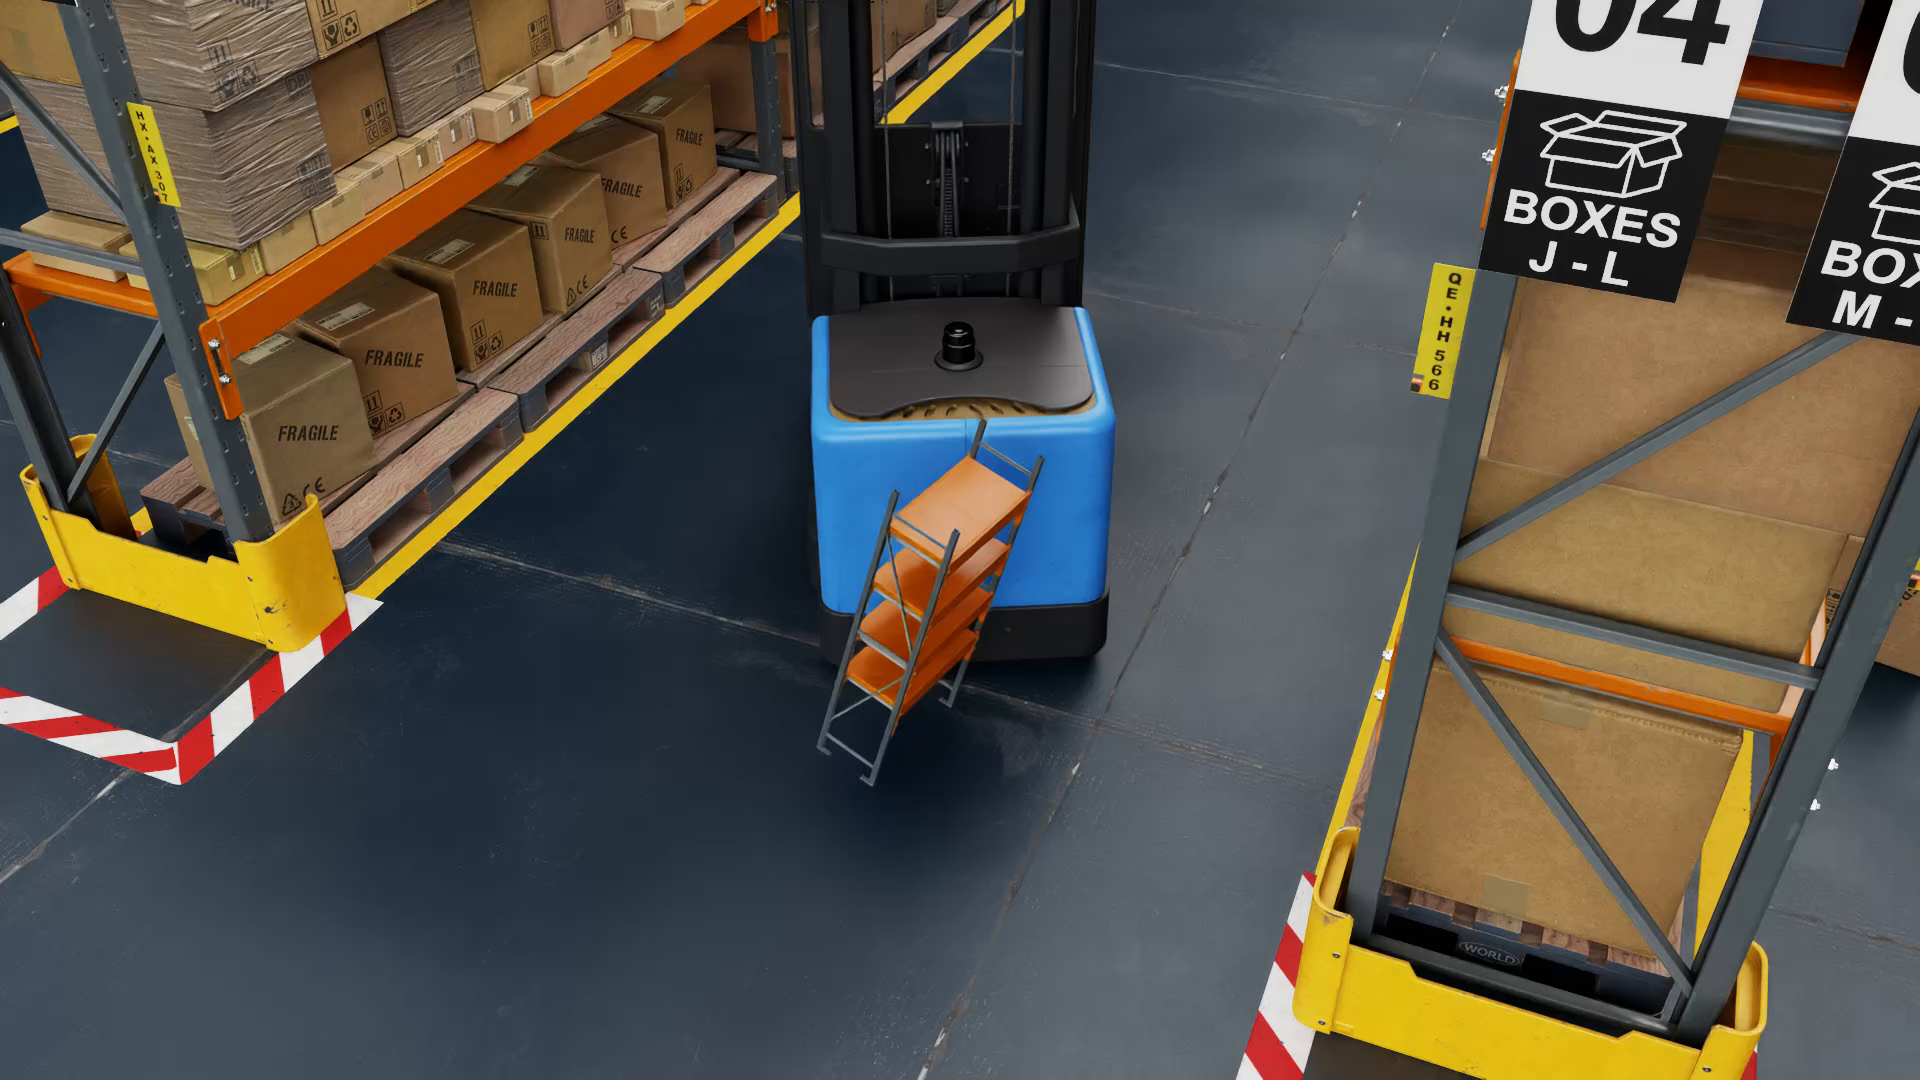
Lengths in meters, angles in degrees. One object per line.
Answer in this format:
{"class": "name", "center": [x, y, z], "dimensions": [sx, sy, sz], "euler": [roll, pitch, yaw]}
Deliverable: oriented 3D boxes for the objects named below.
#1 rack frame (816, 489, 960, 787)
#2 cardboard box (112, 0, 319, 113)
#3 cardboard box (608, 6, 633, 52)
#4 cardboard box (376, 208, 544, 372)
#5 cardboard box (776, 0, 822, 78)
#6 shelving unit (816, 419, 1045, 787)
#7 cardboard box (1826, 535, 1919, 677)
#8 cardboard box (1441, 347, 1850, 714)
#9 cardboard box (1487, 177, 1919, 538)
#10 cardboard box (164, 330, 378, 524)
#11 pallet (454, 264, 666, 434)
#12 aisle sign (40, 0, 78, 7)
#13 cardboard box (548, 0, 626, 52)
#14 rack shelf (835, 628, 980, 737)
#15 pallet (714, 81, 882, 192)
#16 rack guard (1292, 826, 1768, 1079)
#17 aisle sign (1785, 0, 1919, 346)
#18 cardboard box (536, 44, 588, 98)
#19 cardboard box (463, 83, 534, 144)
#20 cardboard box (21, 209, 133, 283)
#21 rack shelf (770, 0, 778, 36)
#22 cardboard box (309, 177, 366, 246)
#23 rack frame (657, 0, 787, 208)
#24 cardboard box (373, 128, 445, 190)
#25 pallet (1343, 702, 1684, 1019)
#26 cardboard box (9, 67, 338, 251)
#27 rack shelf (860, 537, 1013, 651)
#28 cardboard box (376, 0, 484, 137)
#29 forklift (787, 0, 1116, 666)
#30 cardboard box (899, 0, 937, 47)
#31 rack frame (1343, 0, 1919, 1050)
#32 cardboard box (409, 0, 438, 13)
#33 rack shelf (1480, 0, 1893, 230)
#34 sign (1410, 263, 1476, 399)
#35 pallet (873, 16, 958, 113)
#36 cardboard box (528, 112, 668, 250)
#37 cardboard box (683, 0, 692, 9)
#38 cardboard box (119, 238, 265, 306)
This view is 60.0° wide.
{"class": "rack frame", "center": [-0.243, 0.341, 5.231], "dimensions": [0.240, 1.200, 0.015], "euler": [33, 44, 15]}
{"class": "cardboard box", "center": [-2.514, -1.758, 5.430], "dimensions": [0.500, 0.500, 0.500], "euler": [14, 39, 18]}
{"class": "cardboard box", "center": [-1.727, -2.351, 7.600], "dimensions": [0.380, 0.149, 0.250], "euler": [14, 39, 18]}
{"class": "cardboard box", "center": [-2.271, -1.146, 7.515], "dimensions": [0.500, 0.500, 0.500], "euler": [18, 40, 22]}
{"class": "cardboard box", "center": [-1.001, -2.941, 9.899], "dimensions": [0.700, 0.500, 0.500], "euler": [14, 39, 17]}
{"class": "shelving unit", "center": [-0.112, 0.225, 5.402], "dimensions": [0.258, 1.200, 0.503], "euler": [33, 44, 15]}
{"class": "cardboard box", "center": [3.454, 0.109, 6.185], "dimensions": [0.500, 0.500, 0.500], "euler": [21, 42, 25]}
{"class": "cardboard box", "center": [1.673, -0.046, 4.181], "dimensions": [0.875, 0.550, 0.550], "euler": [14, 39, 18]}
{"class": "cardboard box", "center": [1.750, -0.460, 3.832], "dimensions": [0.875, 0.550, 0.550], "euler": [14, 39, 18]}
{"class": "cardboard box", "center": [-2.722, -0.465, 6.604], "dimensions": [0.500, 0.500, 0.500], "euler": [21, 42, 26]}
{"class": "pallet", "center": [-2.139, -0.996, 7.906], "dimensions": [1.003, 0.211, 1.213], "euler": [14, 39, 18]}
{"class": "aisle sign", "center": [-2.721, -1.895, 4.608], "dimensions": [0.394, 0.787, 0.004], "euler": [14, 39, 18]}
{"class": "cardboard box", "center": [-2.001, -2.526, 7.292], "dimensions": [0.875, 0.500, 0.500], "euler": [14, 39, 18]}
{"class": "rack shelf", "center": [-0.176, 0.413, 5.579], "dimensions": [0.258, 0.148, 0.480], "euler": [33, 44, 15]}
{"class": "pallet", "center": [-1.158, -2.485, 9.899], "dimensions": [1.003, 0.211, 1.213], "euler": [14, 39, 18]}
{"class": "rack guard", "center": [1.564, 1.244, 4.668], "dimensions": [1.175, 0.500, 0.348], "euler": [14, 39, 18]}
{"class": "aisle sign", "center": [1.824, -0.704, 3.015], "dimensions": [0.394, 0.787, 0.004], "euler": [14, 39, 18]}
{"class": "cardboard box", "center": [-1.847, -2.057, 7.206], "dimensions": [0.380, 0.149, 0.250], "euler": [14, 39, 18]}
{"class": "cardboard box", "center": [-1.986, -1.767, 6.819], "dimensions": [0.380, 0.149, 0.250], "euler": [14, 39, 18]}
{"class": "cardboard box", "center": [-3.058, -1.060, 5.873], "dimensions": [0.380, 0.149, 0.250], "euler": [14, 39, 18]}
{"class": "rack shelf", "center": [-0.692, -3.990, 10.184], "dimensions": [1.077, 0.370, 4.000], "euler": [14, 39, 18]}
{"class": "cardboard box", "center": [-2.424, -1.228, 6.097], "dimensions": [0.380, 0.149, 0.250], "euler": [14, 39, 18]}
{"class": "rack frame", "center": [-1.453, -3.171, 8.487], "dimensions": [1.000, 3.000, 0.127], "euler": [14, 39, 18]}
{"class": "cardboard box", "center": [-2.247, -1.508, 6.472], "dimensions": [0.380, 0.149, 0.250], "euler": [14, 39, 18]}
{"class": "pallet", "center": [1.805, 0.886, 5.388], "dimensions": [1.003, 0.211, 1.213], "euler": [14, 39, 18]}
{"class": "cardboard box", "center": [-2.740, -1.414, 5.804], "dimensions": [0.875, 0.500, 0.500], "euler": [14, 39, 18]}
{"class": "rack shelf", "center": [-0.075, 0.115, 5.298], "dimensions": [0.258, 0.148, 0.480], "euler": [33, 44, 15]}
{"class": "cardboard box", "center": [-2.431, -1.985, 6.568], "dimensions": [0.875, 0.500, 0.500], "euler": [14, 39, 18]}
{"class": "forklift", "center": [-0.080, -1.579, 6.414], "dimensions": [1.130, 2.935, 3.031], "euler": [-2, 37, -3]}
{"class": "cardboard box", "center": [-0.576, -3.559, 10.727], "dimensions": [0.700, 0.500, 0.500], "euler": [17, 40, 21]}
{"class": "rack frame", "center": [1.573, 0.230, 3.937], "dimensions": [1.000, 3.000, 0.127], "euler": [14, 39, 18]}
{"class": "cardboard box", "center": [-2.128, -2.311, 6.169], "dimensions": [0.500, 0.500, 0.500], "euler": [14, 39, 18]}
{"class": "rack shelf", "center": [2.334, -1.791, 4.736], "dimensions": [1.077, 0.370, 4.000], "euler": [14, 39, 18]}
{"class": "sign", "center": [1.077, -0.460, 3.695], "dimensions": [0.100, 0.325, 0.005], "euler": [14, 39, 18]}
{"class": "pallet", "center": [-0.696, -3.163, 10.806], "dimensions": [1.003, 0.211, 1.213], "euler": [14, 39, 18]}
{"class": "cardboard box", "center": [-1.853, -1.807, 8.399], "dimensions": [0.500, 0.500, 0.500], "euler": [27, 45, 32]}
{"class": "cardboard box", "center": [-1.518, -2.623, 7.964], "dimensions": [0.380, 0.149, 0.250], "euler": [14, 39, 18]}
{"class": "cardboard box", "center": [-2.646, -0.959, 5.737], "dimensions": [0.380, 0.149, 0.250], "euler": [14, 39, 18]}
